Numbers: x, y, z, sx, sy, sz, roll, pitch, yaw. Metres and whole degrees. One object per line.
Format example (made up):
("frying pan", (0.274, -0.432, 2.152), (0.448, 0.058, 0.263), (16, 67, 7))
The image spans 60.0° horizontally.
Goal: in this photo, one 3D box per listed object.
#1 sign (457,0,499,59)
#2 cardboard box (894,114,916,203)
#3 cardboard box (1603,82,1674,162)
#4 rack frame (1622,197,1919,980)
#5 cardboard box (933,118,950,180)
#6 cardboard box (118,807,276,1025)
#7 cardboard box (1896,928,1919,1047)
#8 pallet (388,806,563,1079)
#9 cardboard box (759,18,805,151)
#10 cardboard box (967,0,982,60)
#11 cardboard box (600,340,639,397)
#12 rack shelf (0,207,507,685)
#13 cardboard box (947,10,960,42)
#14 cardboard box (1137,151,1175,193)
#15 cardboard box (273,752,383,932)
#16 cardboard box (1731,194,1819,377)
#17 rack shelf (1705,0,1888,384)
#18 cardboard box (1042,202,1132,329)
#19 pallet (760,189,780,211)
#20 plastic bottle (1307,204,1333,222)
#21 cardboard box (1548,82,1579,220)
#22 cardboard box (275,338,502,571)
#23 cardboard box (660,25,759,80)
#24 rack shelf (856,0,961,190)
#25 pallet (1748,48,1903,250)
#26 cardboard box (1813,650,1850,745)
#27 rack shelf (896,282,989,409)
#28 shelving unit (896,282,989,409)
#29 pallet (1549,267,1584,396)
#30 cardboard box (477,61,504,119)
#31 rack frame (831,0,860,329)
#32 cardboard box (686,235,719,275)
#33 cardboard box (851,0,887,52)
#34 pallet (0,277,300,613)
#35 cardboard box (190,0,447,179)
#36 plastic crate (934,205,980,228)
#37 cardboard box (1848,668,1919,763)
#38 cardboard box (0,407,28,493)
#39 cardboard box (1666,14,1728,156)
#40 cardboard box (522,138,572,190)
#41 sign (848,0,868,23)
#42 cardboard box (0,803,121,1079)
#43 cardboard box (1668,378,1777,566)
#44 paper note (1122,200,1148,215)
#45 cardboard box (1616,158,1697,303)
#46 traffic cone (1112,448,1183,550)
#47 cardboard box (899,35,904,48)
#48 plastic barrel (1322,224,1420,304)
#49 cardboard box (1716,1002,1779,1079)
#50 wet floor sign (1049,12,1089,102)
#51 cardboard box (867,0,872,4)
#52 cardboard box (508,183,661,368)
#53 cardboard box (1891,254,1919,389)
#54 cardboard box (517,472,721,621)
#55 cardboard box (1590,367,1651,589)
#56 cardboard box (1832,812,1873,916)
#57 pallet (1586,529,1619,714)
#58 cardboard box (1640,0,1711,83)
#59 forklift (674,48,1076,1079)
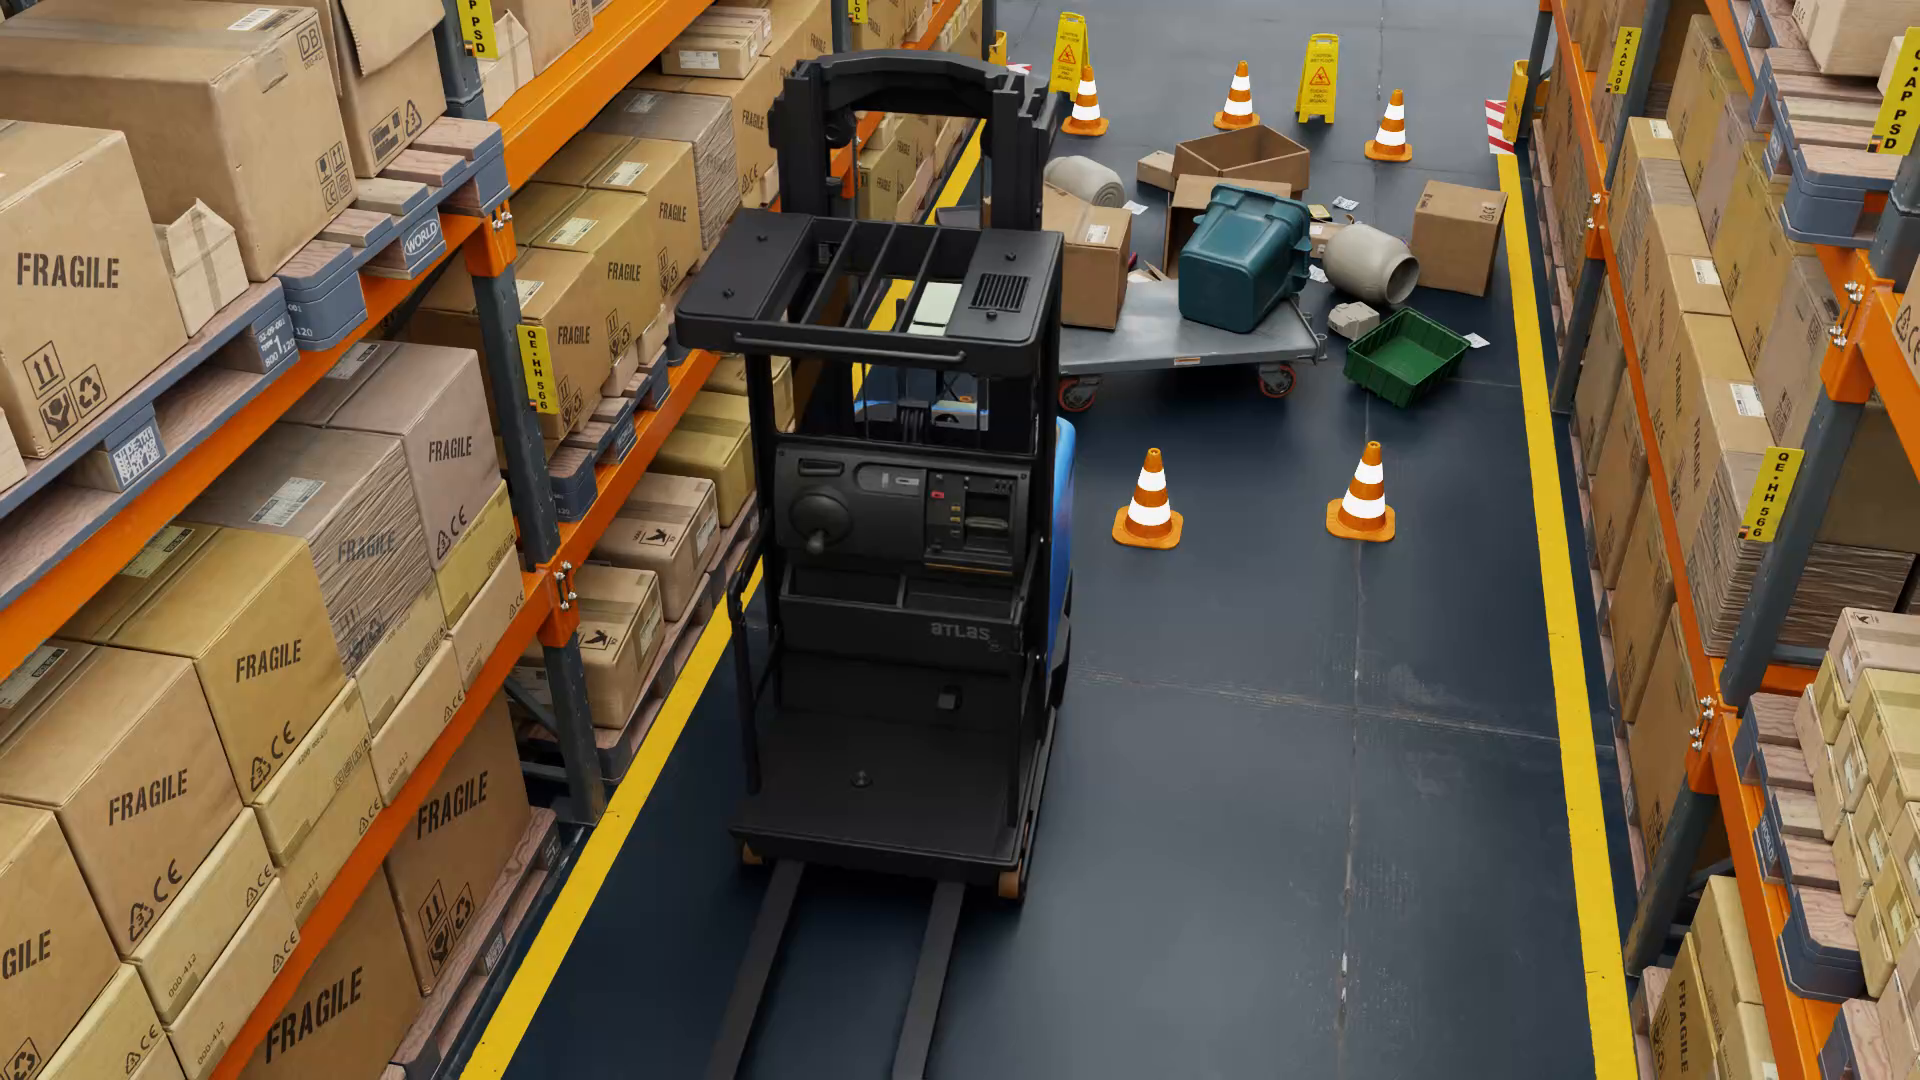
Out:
("sign", (-1.392, -1.539, 4.754), (0.100, 0.325, 0.005), (7, 37, 10))
("cardboard box", (-0.585, -2.424, 10.385), (0.500, 0.500, 0.500), (9, 37, 12))
("cardboard box", (3.847, -2.162, 8.549), (0.875, 0.550, 0.550), (7, 37, 10))
("rack frame", (2.925, 0.405, 5.135), (1.000, 3.000, 0.127), (7, 37, 10))
("cardboard box", (-0.358, -2.707, 11.414), (0.500, 0.250, 0.500), (6, 36, 8))
("cardboard box", (-2.093, 0.898, 4.156), (0.500, 0.250, 0.500), (6, 36, 9))
("cardboard box", (2.408, 1.065, 3.828), (0.380, 0.149, 0.250), (7, 37, 10))
("pallet", (-2.174, 1.414, 6.119), (1.003, 0.211, 1.213), (7, 37, 10))
("cardboard box", (-1.057, -2.204, 8.038), (0.500, 0.500, 0.500), (8, 37, 10))
("cardboard box", (-0.140, -3.612, 12.024), (0.500, 0.500, 0.500), (8, 37, 10))
("cardboard box", (-1.484, -0.698, 6.513), (0.380, 0.149, 0.250), (5, 36, 7))
("rack shelf", (-2.359, 0.066, 3.660), (1.077, 0.370, 4.000), (7, 37, 10))
("cardboard box", (-0.209, -3.513, 11.334), (0.380, 0.149, 0.250), (8, 37, 11))
("cardboard box", (1.470, -2.586, 11.691), (0.380, 0.149, 0.250), (28, 44, 33))
("cardboard box", (-2.004, 0.807, 4.708), (0.500, 0.250, 0.500), (7, 37, 9))
("cardboard box", (3.245, -0.881, 5.972), (0.700, 0.500, 0.500), (7, 36, 9))
("rack shelf", (3.352, -1.665, 6.048), (1.077, 0.370, 4.000), (7, 37, 10))
("cardboard box", (0.668, -1.539, 9.303), (0.500, 0.500, 0.500), (7, 37, 10))
("pallet", (-1.383, -1.953, 8.552), (1.003, 0.211, 1.213), (7, 37, 10))
("plastic bottle", (2.424, -2.174, 11.197), (0.133, 0.061, 0.283), (-5, 36, -6))
("cardboard box", (4.368, -2.590, 10.720), (0.875, 0.875, 0.875), (7, 36, 9))
("cardboard box", (-1.787, -0.274, 5.135), (0.500, 0.500, 0.500), (6, 36, 9))
("cardboard box", (-1.126, -2.195, 7.473), (0.380, 0.149, 0.250), (6, 36, 8))
("rack shelf", (-0.651, -3.306, 10.869), (1.077, 0.370, 4.000), (7, 37, 10))
("pallet", (3.011, -1.109, 4.829), (1.213, 0.211, 1.003), (9, 37, 12))
("cardboard box", (2.626, 0.468, 4.651), (0.380, 0.149, 0.250), (9, 37, 12))
("rack shelf", (0.001, -0.927, 7.586), (0.431, 0.370, 0.720), (7, 37, 10))
("shelving unit", (0.001, -0.611, 7.815), (0.431, 1.500, 0.755), (7, 37, 10))
("pallet", (4.018, -1.185, 9.706), (1.003, 0.211, 1.213), (7, 37, 10))
("cardboard box", (-1.699, -1.430, 5.325), (0.380, 0.149, 0.250), (7, 37, 10))
("rack frame", (-1.078, -2.451, 9.076), (1.000, 3.000, 0.127), (7, 37, 10))
("cardboard box", (-1.289, -1.310, 7.357), (0.380, 0.149, 0.250), (8, 37, 11))
("cardboard box", (-0.712, -2.829, 9.259), (0.500, 0.500, 0.500), (7, 37, 10))
("pallet", (-2.254, -0.278, 3.683), (1.003, 0.211, 1.213), (9, 37, 12))
("cardboard box", (-1.865, -1.349, 4.553), (0.797, 0.503, 0.637), (5, 36, 7))
("plastic crate", (0.059, -2.066, 11.032), (0.402, 0.080, 0.583), (-5, 36, -6))
("cardboard box", (2.582, 0.491, 4.366), (0.380, 0.149, 0.250), (6, 36, 9))
("cardboard box", (-2.054, -0.198, 3.168), (0.396, 0.266, 0.258), (10, 37, 14))
("cardboard box", (3.679, -2.048, 7.583), (0.700, 0.500, 0.500), (7, 36, 9))
("cardboard box", (-1.900, -1.371, 6.890), (0.500, 0.500, 0.500), (5, 36, 7))
("sign", (-0.535, -2.852, 8.643), (0.100, 0.325, 0.005), (7, 37, 10))
("cardboard box", (-2.221, 0.892, 3.527), (0.500, 0.500, 0.500), (6, 36, 9))
("cardboard box", (2.867, -0.213, 5.903), (0.500, 0.500, 0.500), (7, 37, 10))
("paper note", (1.191, -2.278, 11.376), (0.148, 0.019, 0.142), (20, 41, 26))
("cardboard box", (3.297, -1.372, 7.501), (0.500, 0.500, 0.500), (8, 37, 10))
("traffic cone", (0.940, -0.246, 8.195), (0.336, 0.463, 0.334), (7, 37, 10))
("cardboard box", (-0.554, -3.091, 10.173), (0.380, 0.149, 0.250), (7, 37, 10))
("plastic barrel", (2.523, -1.688, 10.218), (0.421, 0.421, 0.512), (-24, 42, -30))
("cardboard box", (2.433, 1.599, 4.621), (0.500, 0.250, 0.500), (7, 37, 9))
("wet floor sign", (0.862, -3.766, 12.896), (0.267, 0.644, 0.232), (20, 41, 26))
("cardboard box", (-0.772, -3.242, 8.976), (0.700, 0.500, 0.500), (7, 37, 9))
("cardboard box", (-1.506, -1.017, 6.401), (0.500, 0.500, 0.500), (9, 37, 12))
("cardboard box", (2.543, -0.556, 3.820), (0.500, 0.500, 0.500), (7, 37, 10))
("cardboard box", (-1.652, -0.010, 7.590), (0.950, 0.372, 0.625), (7, 36, 9))
("cardboard box", (3.525, -0.228, 7.567), (1.050, 0.750, 0.750), (7, 37, 10))
("cardboard box", (2.518, 0.876, 4.341), (0.380, 0.149, 0.250), (9, 37, 12))
("pallet", (3.430, 0.394, 7.526), (1.003, 0.211, 1.213), (7, 37, 10))
("cardboard box", (3.892, -2.594, 8.224), (0.875, 0.550, 0.550), (7, 37, 10))
("forklift", (-0.247, -0.047, 5.817), (1.130, 2.935, 3.031), (6, 36, 8))
